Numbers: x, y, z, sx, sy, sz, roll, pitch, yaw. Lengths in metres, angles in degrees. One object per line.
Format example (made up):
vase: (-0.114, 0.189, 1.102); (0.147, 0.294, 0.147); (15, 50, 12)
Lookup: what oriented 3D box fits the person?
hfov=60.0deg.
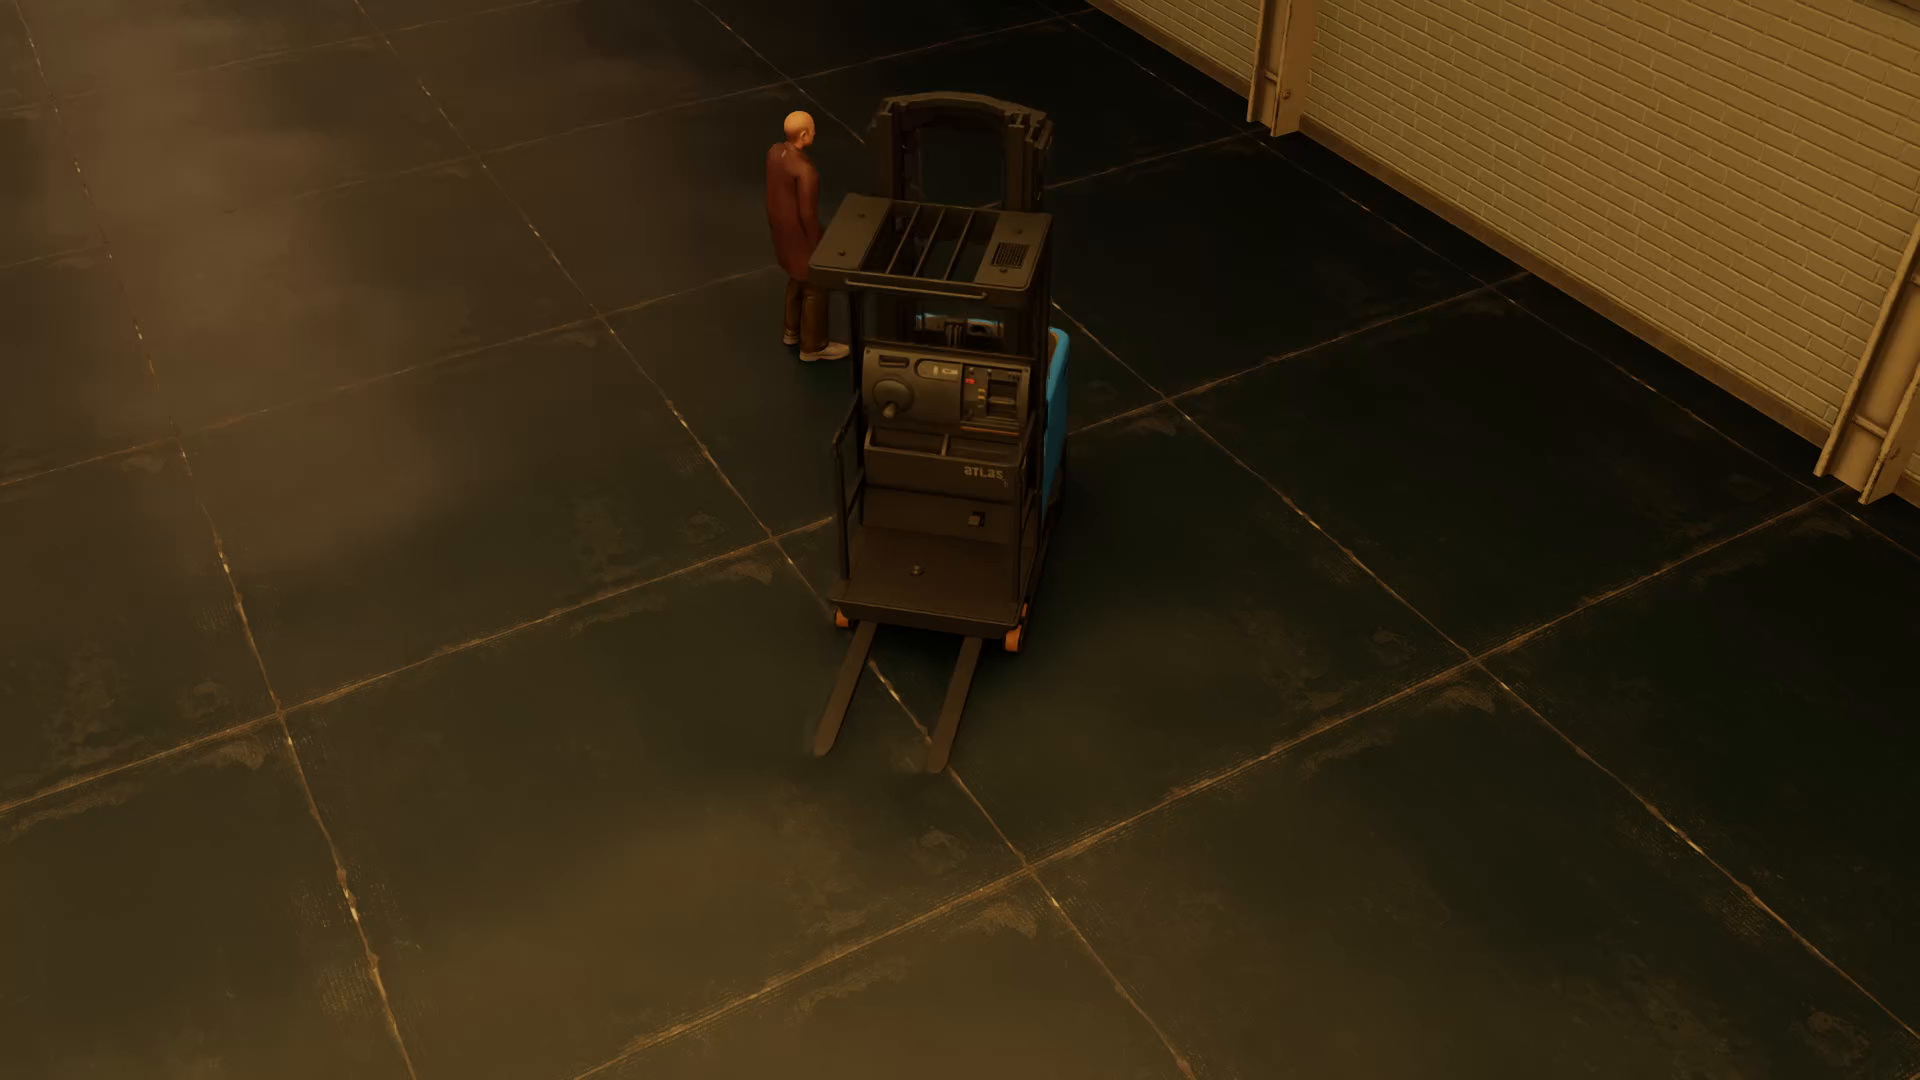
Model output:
person: (-1.096, -2.107, 11.483); (0.428, 1.773, 0.652); (-21, 44, -23)

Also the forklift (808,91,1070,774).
forklift: (-0.120, -0.745, 8.935); (1.130, 2.935, 3.031); (8, 40, 9)
